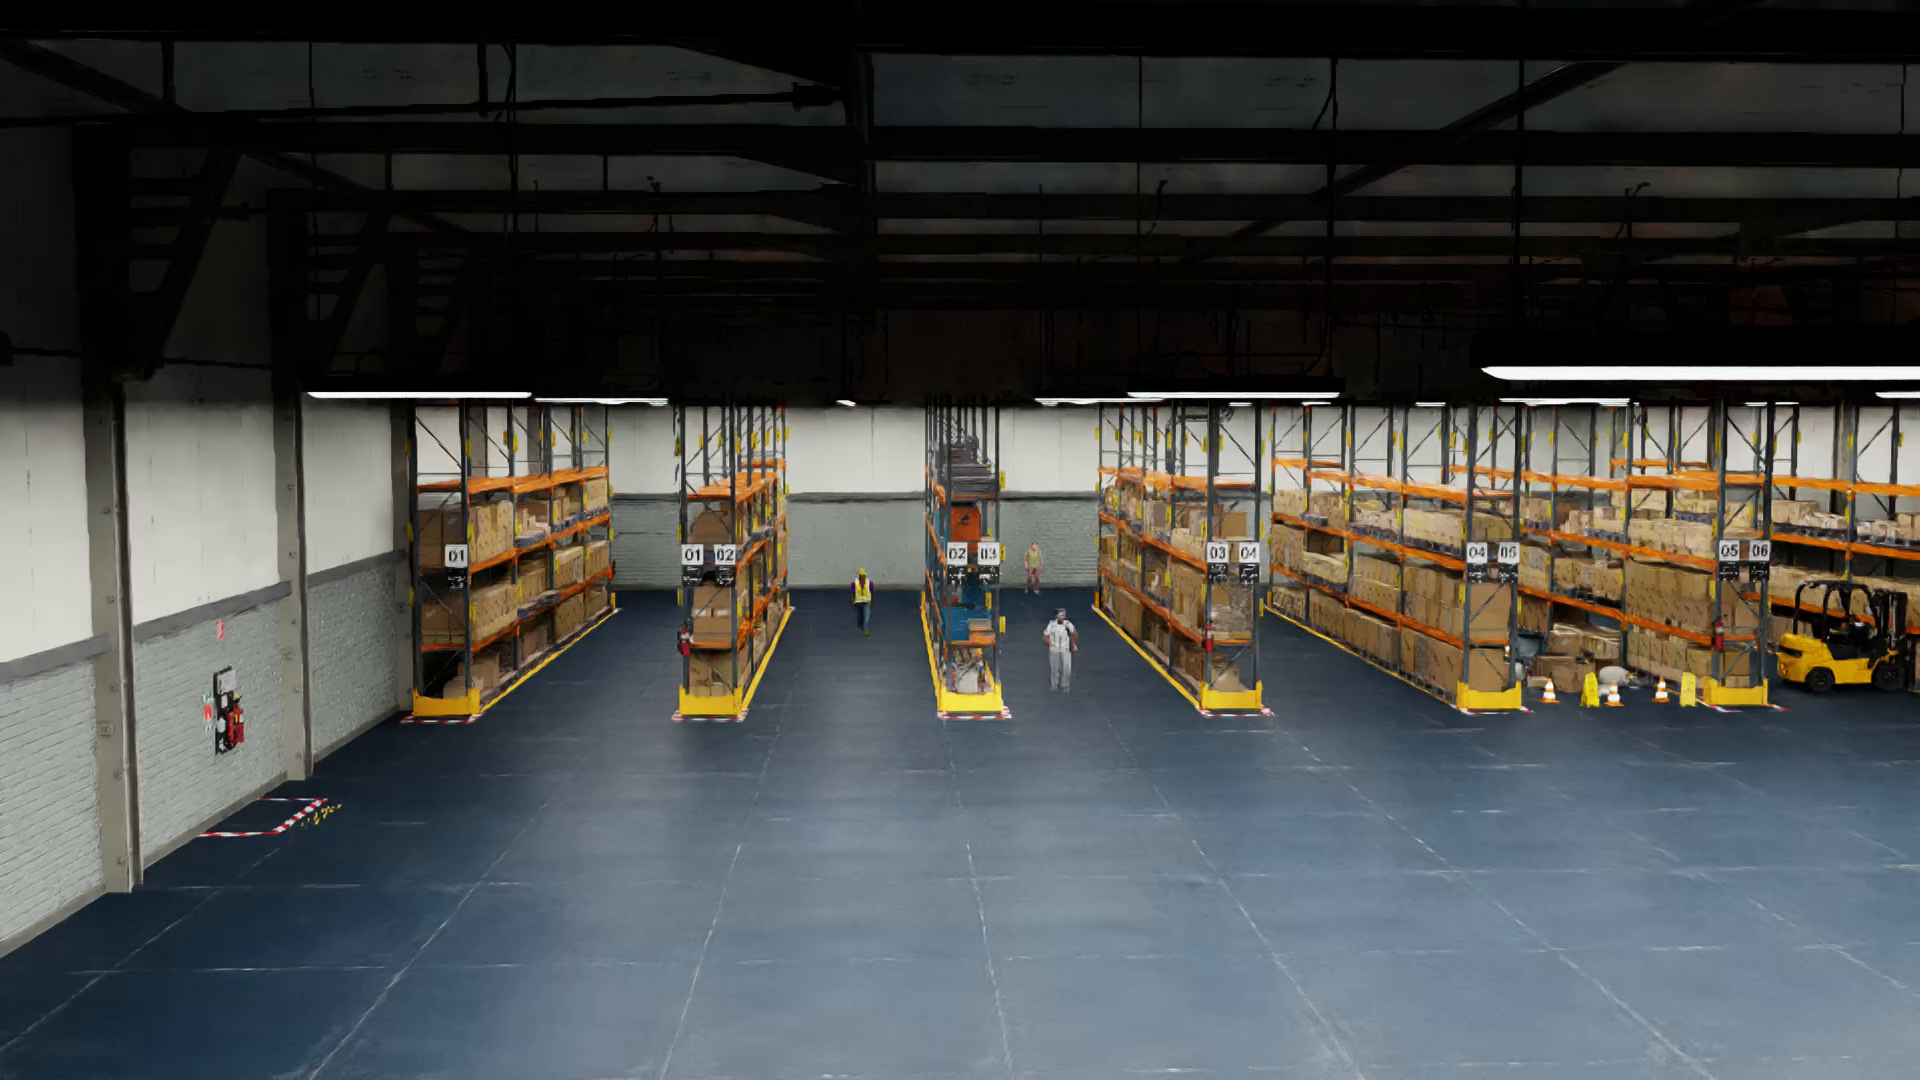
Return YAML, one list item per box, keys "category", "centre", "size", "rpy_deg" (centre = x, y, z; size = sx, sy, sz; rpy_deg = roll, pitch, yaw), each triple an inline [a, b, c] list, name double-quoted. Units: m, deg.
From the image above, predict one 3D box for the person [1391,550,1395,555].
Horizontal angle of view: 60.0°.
- category: "person"
  centre: [12.416, 1.110, 47.860]
  size: [0.508, 1.667, 0.588]
  rpy_deg: [-1, 5, -16]

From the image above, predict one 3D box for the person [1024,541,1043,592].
- category: "person"
  centre: [2.286, 0.836, 51.745]
  size: [0.598, 1.619, 0.507]
  rpy_deg: [0, 5, -5]

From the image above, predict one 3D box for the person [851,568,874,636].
- category: "person"
  centre: [-2.478, 1.542, 42.111]
  size: [0.577, 1.691, 1.121]
  rpy_deg: [0, 5, -1]

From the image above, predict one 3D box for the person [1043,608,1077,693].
- category: "person"
  centre: [2.030, 2.210, 33.718]
  size: [0.686, 1.709, 0.867]
  rpy_deg: [0, 5, 3]
